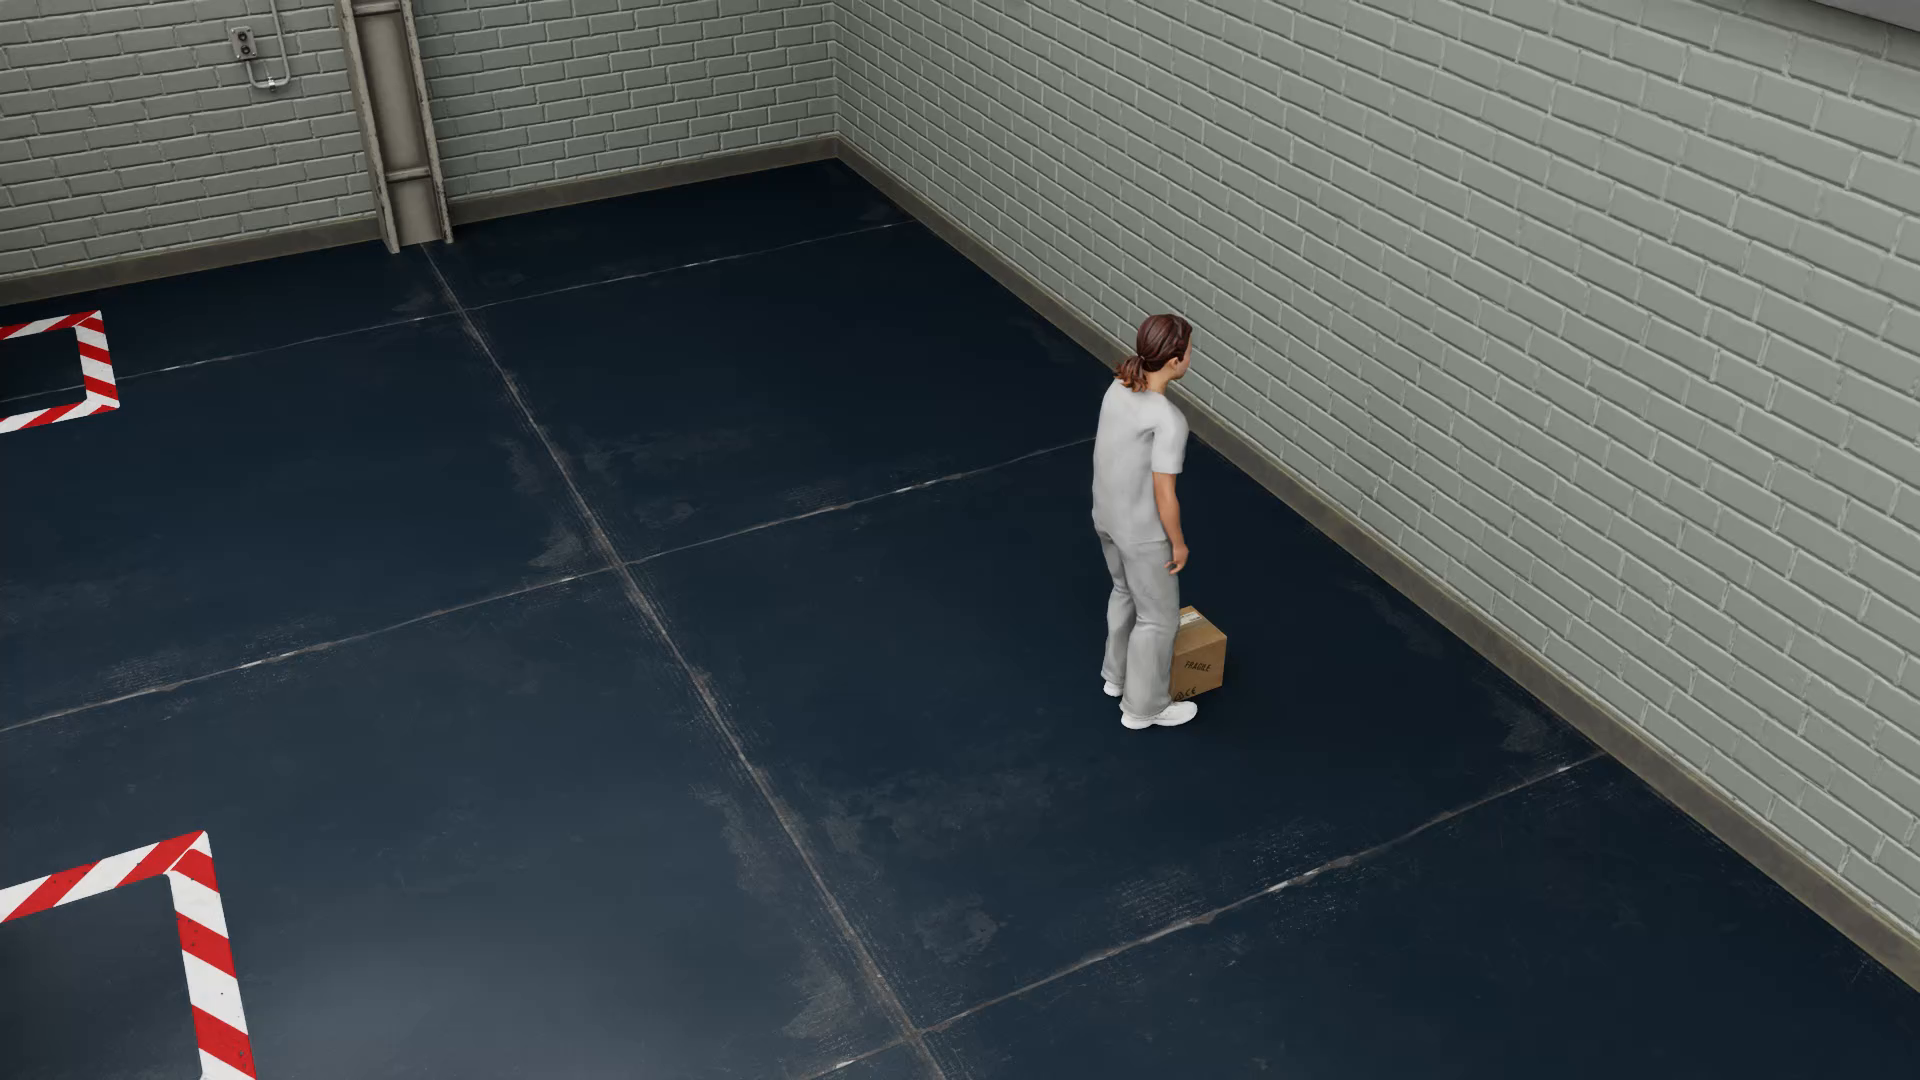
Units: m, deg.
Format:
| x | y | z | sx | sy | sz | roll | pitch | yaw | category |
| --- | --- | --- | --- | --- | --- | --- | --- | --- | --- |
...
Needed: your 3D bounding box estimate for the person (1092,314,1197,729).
| x | y | z | sx | sy | sz | roll | pitch | yaw | category |
| --- | --- | --- | --- | --- | --- | --- | --- | --- | --- |
| 0.705 | -0.070 | 6.248 | 0.407 | 1.673 | 0.485 | -16 | 36 | -23 | person |
